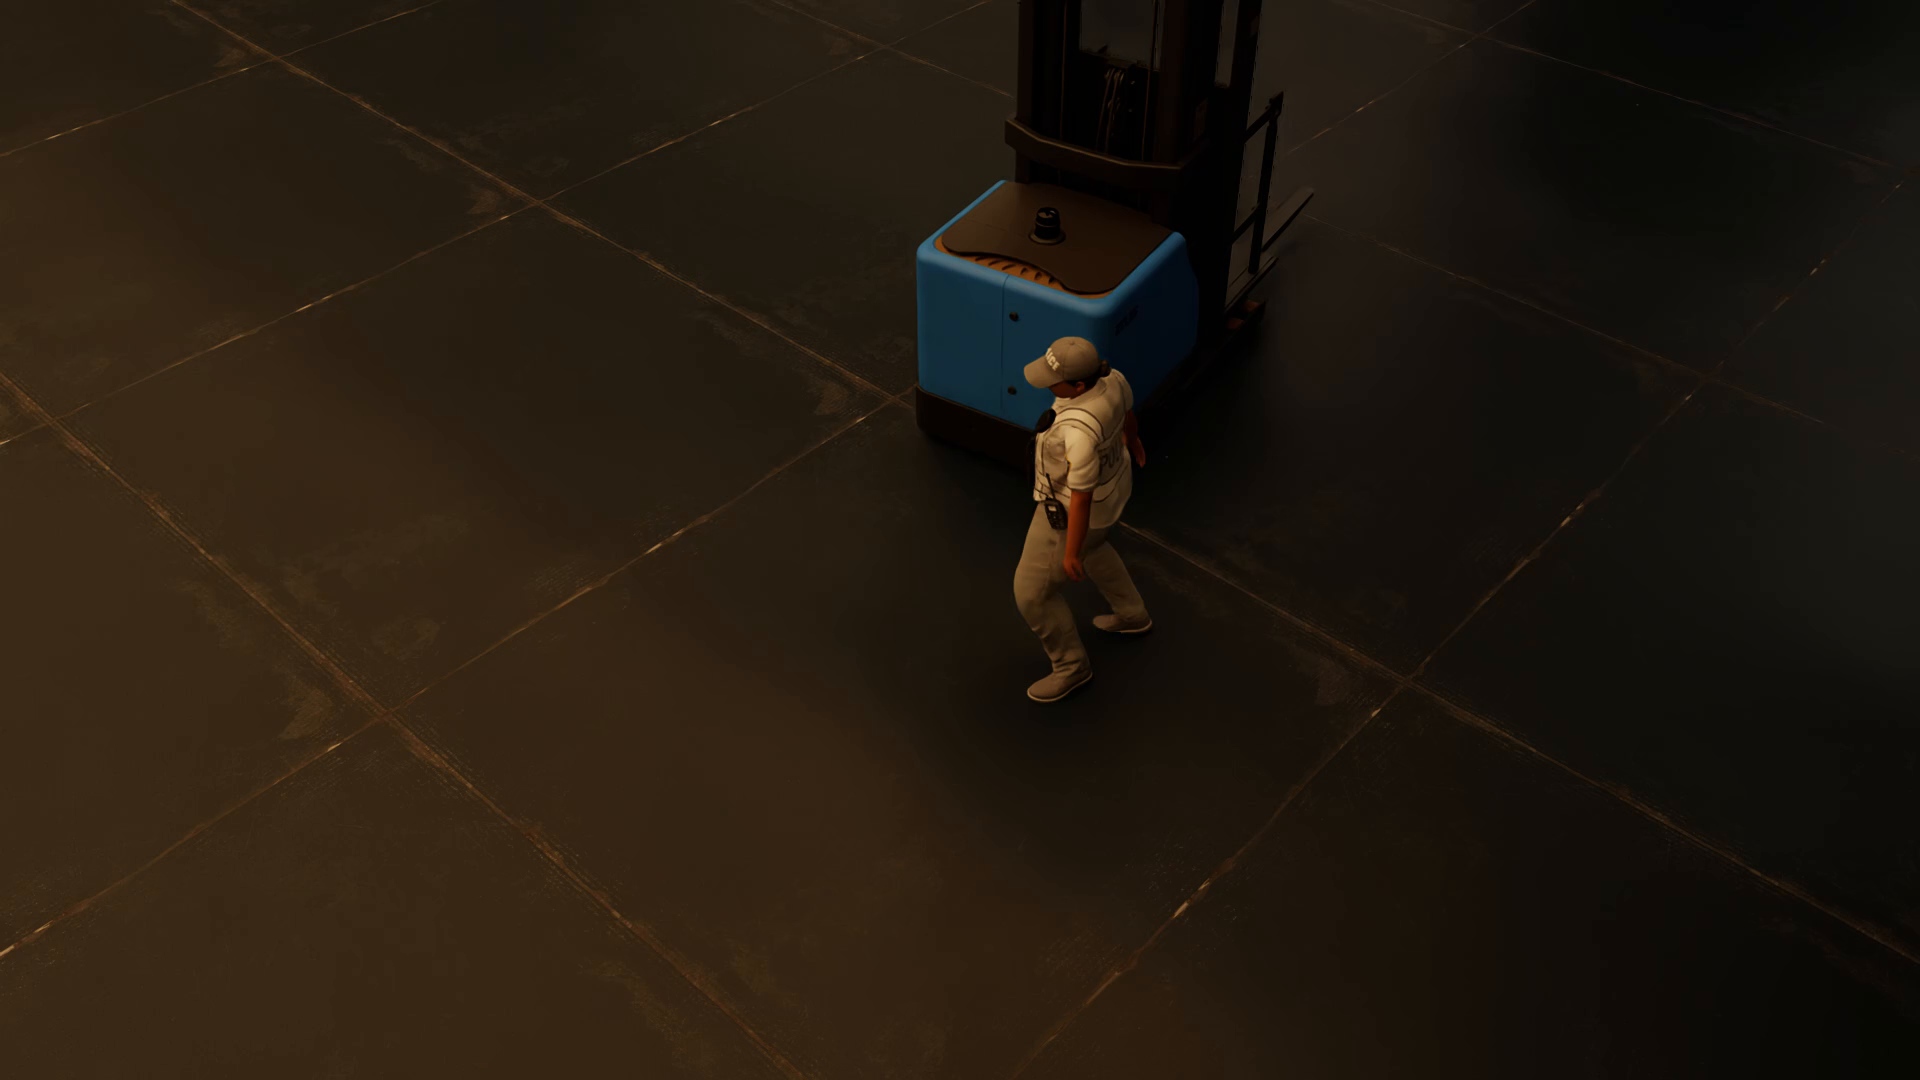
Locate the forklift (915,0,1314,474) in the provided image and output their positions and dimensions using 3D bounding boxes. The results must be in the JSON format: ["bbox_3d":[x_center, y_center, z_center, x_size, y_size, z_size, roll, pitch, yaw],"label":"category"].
[{"bbox_3d":[0.989,-2.280,8.086,1.130,2.935,3.031,22,45,24],"label":"forklift"}]

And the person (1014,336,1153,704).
[{"bbox_3d":[0.531,-0.147,6.666,0.506,1.645,0.840,16,43,18],"label":"person"}]
